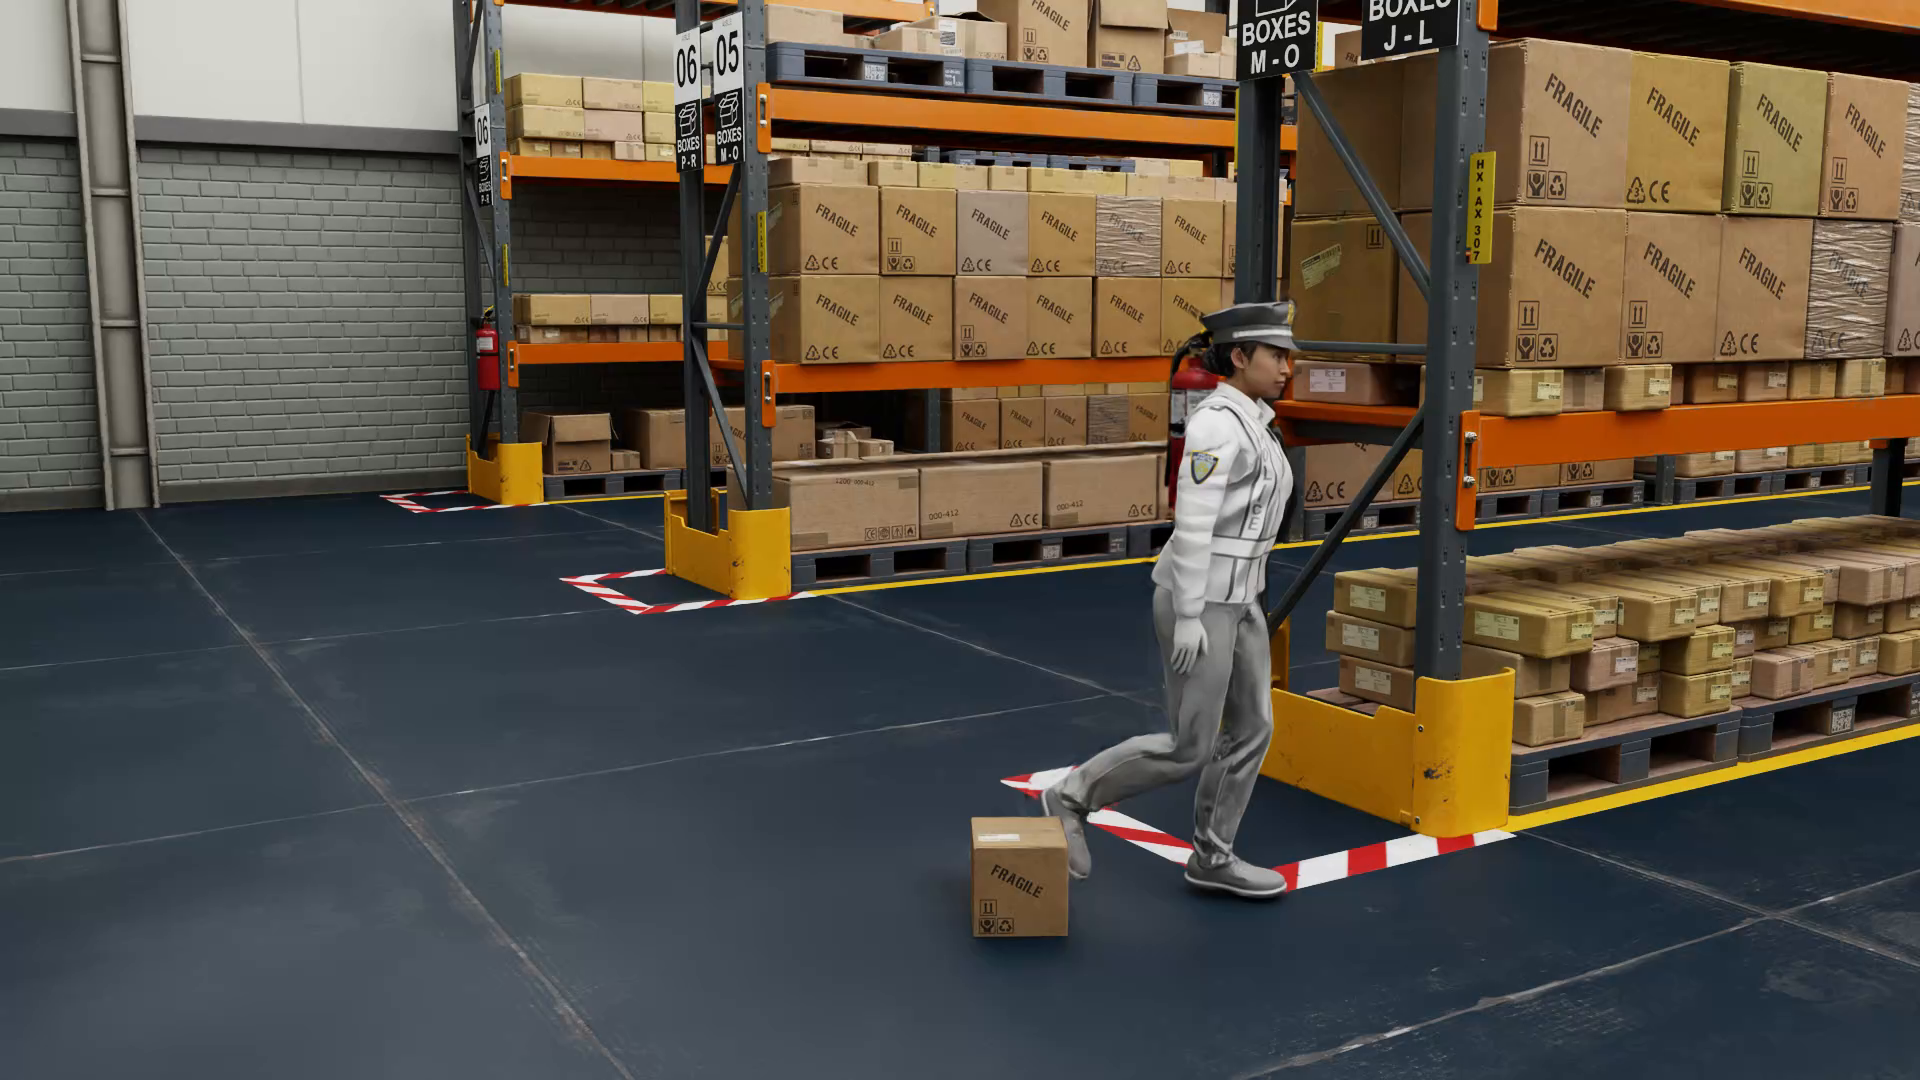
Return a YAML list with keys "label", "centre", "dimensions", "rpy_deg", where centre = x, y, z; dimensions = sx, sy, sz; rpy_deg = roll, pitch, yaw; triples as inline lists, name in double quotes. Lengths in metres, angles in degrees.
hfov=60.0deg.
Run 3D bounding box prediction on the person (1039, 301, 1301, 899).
- label: "person"
  centre: [0.576, 0.173, 4.578]
  dimensions: [0.671, 1.647, 0.518]
  rpy_deg: [3, 9, 22]
